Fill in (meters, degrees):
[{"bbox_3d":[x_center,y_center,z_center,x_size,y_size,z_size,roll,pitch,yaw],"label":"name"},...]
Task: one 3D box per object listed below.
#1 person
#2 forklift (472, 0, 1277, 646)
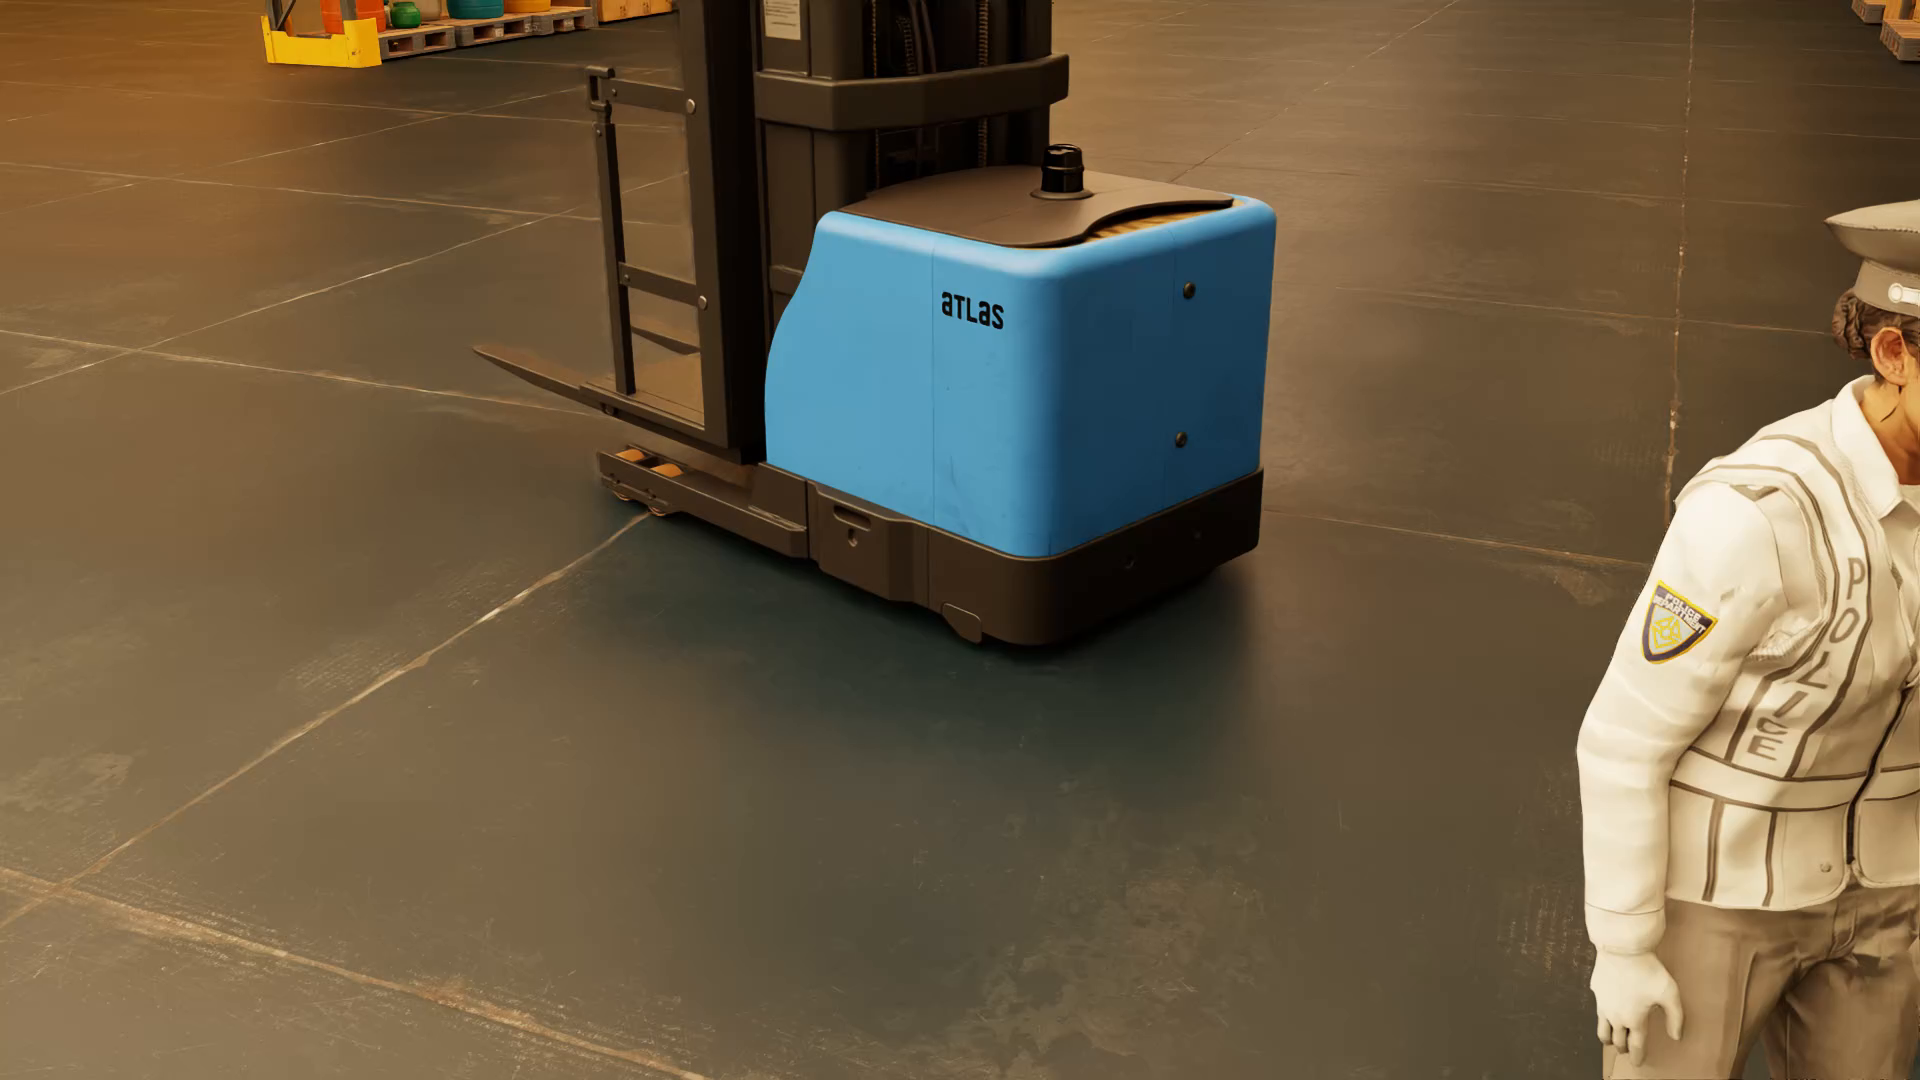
[{"bbox_3d":[0.948,0.431,1.919,0.534,1.667,0.380,-6,24,-15],"label":"person"},{"bbox_3d":[-0.523,-1.552,5.004,3.031,2.935,1.130,21,30,40],"label":"forklift"}]
